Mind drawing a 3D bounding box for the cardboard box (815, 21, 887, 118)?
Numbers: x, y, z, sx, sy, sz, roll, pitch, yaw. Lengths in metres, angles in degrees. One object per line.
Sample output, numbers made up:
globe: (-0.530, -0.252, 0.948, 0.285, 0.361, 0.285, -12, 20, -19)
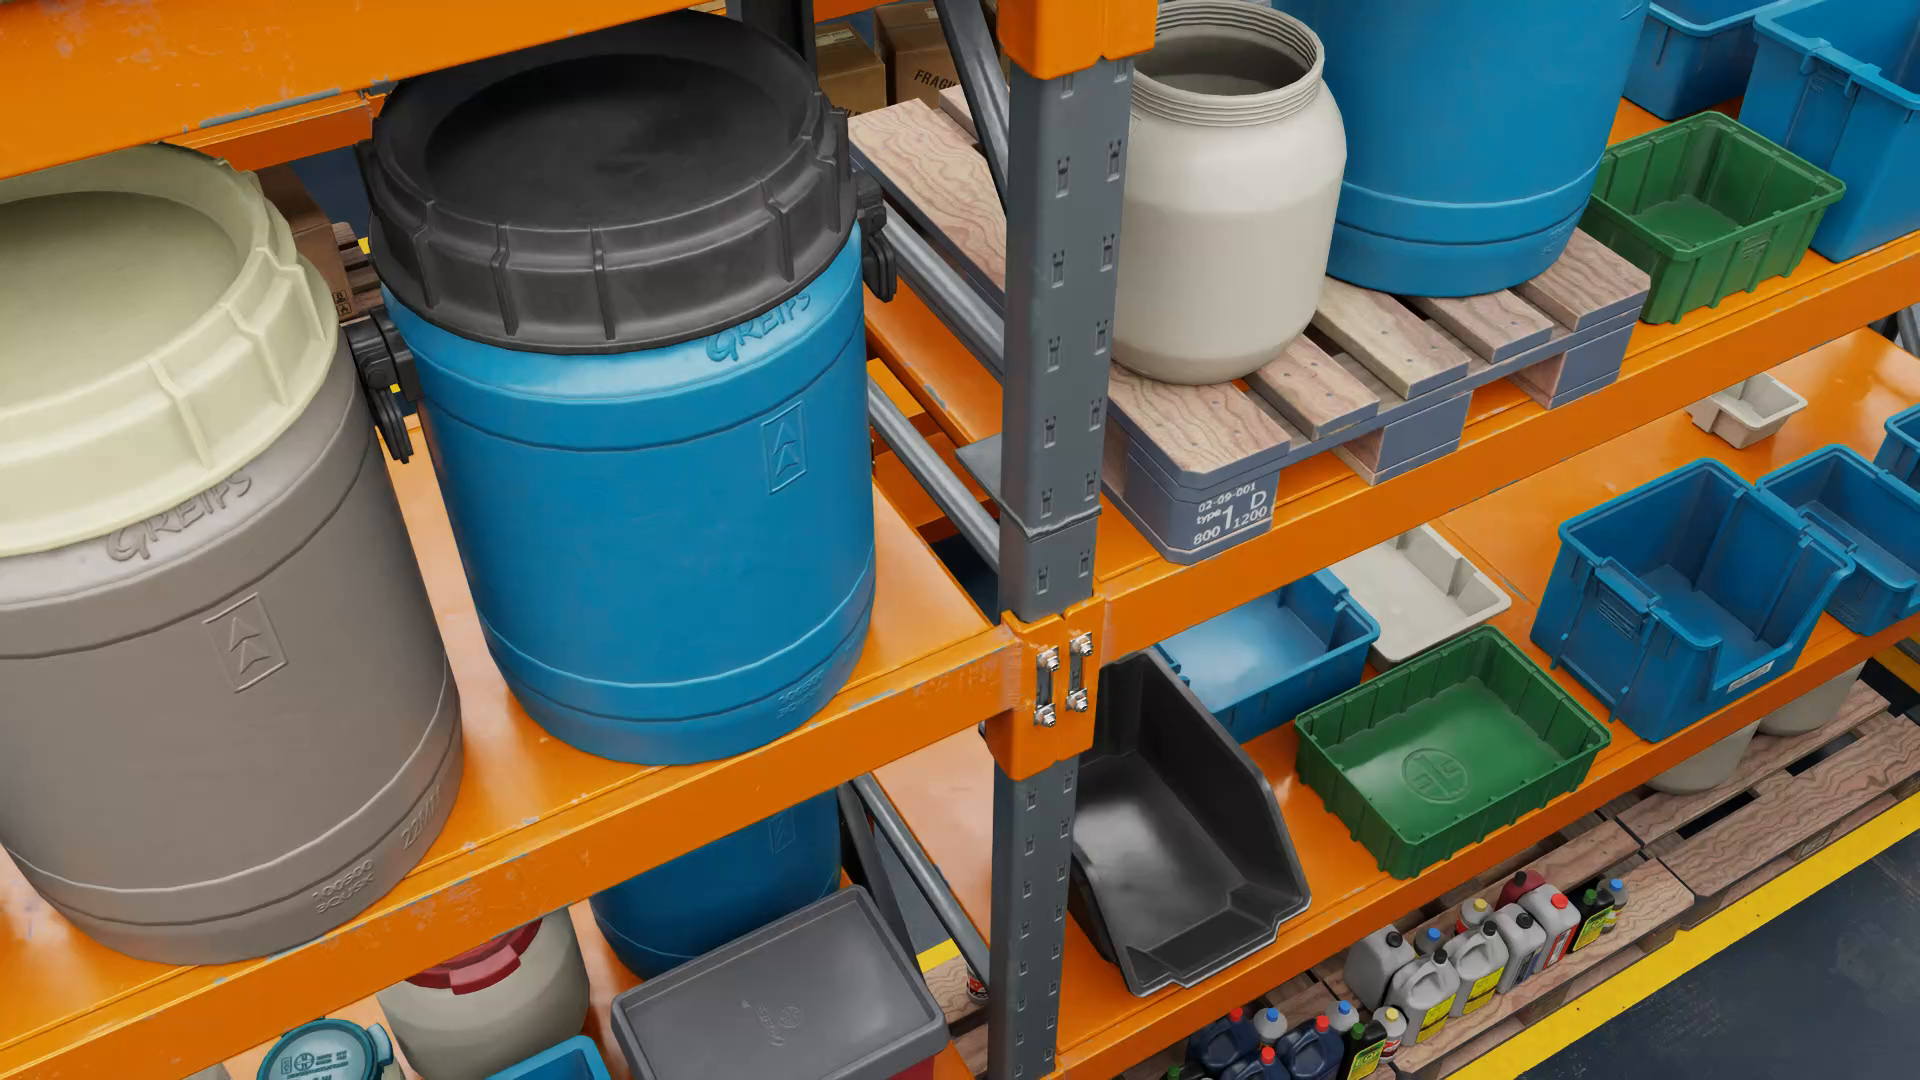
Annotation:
cardboard box: (-0.695, -2.234, 8.392, 0.500, 0.500, 0.500, -18, 47, -17)

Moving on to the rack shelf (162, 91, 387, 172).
rack shelf: (-4.294, -1.281, 6.433, 4.000, 0.370, 1.077, -22, 48, -21)

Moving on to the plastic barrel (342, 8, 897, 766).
plastic barrel: (-0.425, -0.191, 2.279, 0.708, 0.901, 0.600, -22, 48, -21)

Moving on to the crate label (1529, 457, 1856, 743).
crate label: (1.915, 0.159, 4.407, 0.616, 0.435, 0.502, -22, 48, -21)

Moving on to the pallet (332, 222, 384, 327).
pallet: (-3.234, -0.961, 7.589, 1.213, 0.211, 1.003, -22, 48, -21)

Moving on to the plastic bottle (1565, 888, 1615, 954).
plastic bottle: (1.910, 1.140, 5.056, 0.133, 0.283, 0.061, -21, 48, -20)

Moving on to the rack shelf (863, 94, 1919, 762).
rack shelf: (1.642, -0.754, 3.736, 4.000, 0.370, 1.077, -22, 48, -21)

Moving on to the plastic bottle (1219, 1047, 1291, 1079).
plastic bottle: (0.814, 1.521, 4.615, 0.185, 0.351, 0.144, -21, 48, -20)

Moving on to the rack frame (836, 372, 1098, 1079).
rack frame: (-0.092, 0.758, 3.815, 0.127, 3.000, 1.000, -22, 48, -21)

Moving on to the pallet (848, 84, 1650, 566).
pallet: (0.485, -0.560, 3.155, 1.003, 0.211, 1.213, -22, 48, -21)

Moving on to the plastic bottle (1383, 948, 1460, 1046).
plastic bottle: (1.347, 1.308, 4.834, 0.185, 0.351, 0.144, -22, 48, -21)

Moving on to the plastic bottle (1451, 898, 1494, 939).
plastic bottle: (1.571, 1.169, 5.086, 0.097, 0.201, 0.097, 0, 44, 0)

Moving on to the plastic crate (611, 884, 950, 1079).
plastic crate: (-0.360, 1.088, 3.429, 0.583, 0.464, 0.402, -22, 48, -21)

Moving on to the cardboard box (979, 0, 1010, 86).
cardboard box: (0.359, -2.668, 8.839, 0.500, 0.500, 0.500, -14, 46, -14)

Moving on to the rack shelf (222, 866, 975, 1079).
rack shelf: (-1.826, 1.710, 3.351, 4.000, 0.370, 1.077, -22, 48, -21)

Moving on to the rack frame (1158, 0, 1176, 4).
rack frame: (0.909, -3.621, 8.327, 0.127, 3.000, 1.000, -22, 48, -21)

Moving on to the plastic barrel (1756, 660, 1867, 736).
plastic barrel: (2.844, 0.387, 5.683, 0.421, 0.512, 0.421, 0, 44, 0)

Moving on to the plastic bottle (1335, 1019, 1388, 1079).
plastic bottle: (1.142, 1.448, 4.739, 0.133, 0.283, 0.061, -20, 48, -19)

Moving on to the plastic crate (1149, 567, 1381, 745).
plastic crate: (0.732, 0.263, 4.432, 0.616, 0.251, 0.499, -22, 48, -21)

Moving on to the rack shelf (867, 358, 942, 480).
rack shelf: (-0.006, -0.611, 6.152, 1.000, 0.278, 0.538, -22, 48, -21)

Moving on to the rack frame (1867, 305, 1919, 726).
rack frame: (3.376, -0.630, 5.245, 0.127, 3.000, 1.000, -22, 48, -21)

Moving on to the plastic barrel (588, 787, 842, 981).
plastic barrel: (-0.578, 0.529, 3.691, 0.708, 0.901, 0.600, -22, 48, -21)

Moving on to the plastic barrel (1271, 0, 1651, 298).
plastic barrel: (0.824, -0.930, 2.739, 0.708, 0.901, 0.600, -22, 48, -21)

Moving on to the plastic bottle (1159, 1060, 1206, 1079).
plastic bottle: (0.616, 1.536, 4.648, 0.133, 0.283, 0.061, -22, 48, -21)

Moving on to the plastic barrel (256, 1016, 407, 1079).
plastic barrel: (-1.316, 1.174, 3.486, 0.301, 0.262, 0.301, 0, 44, 0)

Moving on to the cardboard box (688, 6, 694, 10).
cardboard box: (-1.348, -2.373, 7.221, 0.250, 0.149, 0.380, -22, 48, -21)

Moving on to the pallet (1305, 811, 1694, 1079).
pallet: (1.570, 1.125, 5.440, 1.213, 0.211, 1.003, -22, 48, -21)

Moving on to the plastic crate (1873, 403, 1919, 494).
plastic crate: (3.091, -0.222, 4.932, 0.616, 0.251, 0.499, -22, 48, -21)

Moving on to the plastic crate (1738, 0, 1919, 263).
plastic crate: (1.873, -0.857, 3.337, 0.575, 0.384, 0.392, -22, 48, -21)

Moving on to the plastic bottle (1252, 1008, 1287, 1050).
plastic bottle: (0.880, 1.426, 4.770, 0.097, 0.271, 0.097, 0, 44, 0)

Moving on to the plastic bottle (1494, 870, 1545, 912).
plastic bottle: (1.716, 1.096, 5.102, 0.133, 0.283, 0.061, -22, 48, -21)

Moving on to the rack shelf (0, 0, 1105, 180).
rack shelf: (-1.826, -0.299, 1.401, 4.000, 0.370, 1.077, -22, 48, -21)

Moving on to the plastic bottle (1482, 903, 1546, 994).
plastic bottle: (1.650, 1.211, 4.989, 0.135, 0.276, 0.152, -23, 49, -22)

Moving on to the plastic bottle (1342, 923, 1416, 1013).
plastic bottle: (1.251, 1.254, 4.944, 0.135, 0.276, 0.152, -22, 48, -21)

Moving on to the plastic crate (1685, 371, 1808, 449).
plastic crate: (2.440, -0.419, 5.217, 0.250, 0.136, 0.298, -22, 48, -21)

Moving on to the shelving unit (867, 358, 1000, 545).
shelving unit: (-0.006, -0.401, 6.356, 1.048, 1.125, 0.538, -22, 48, -21)
